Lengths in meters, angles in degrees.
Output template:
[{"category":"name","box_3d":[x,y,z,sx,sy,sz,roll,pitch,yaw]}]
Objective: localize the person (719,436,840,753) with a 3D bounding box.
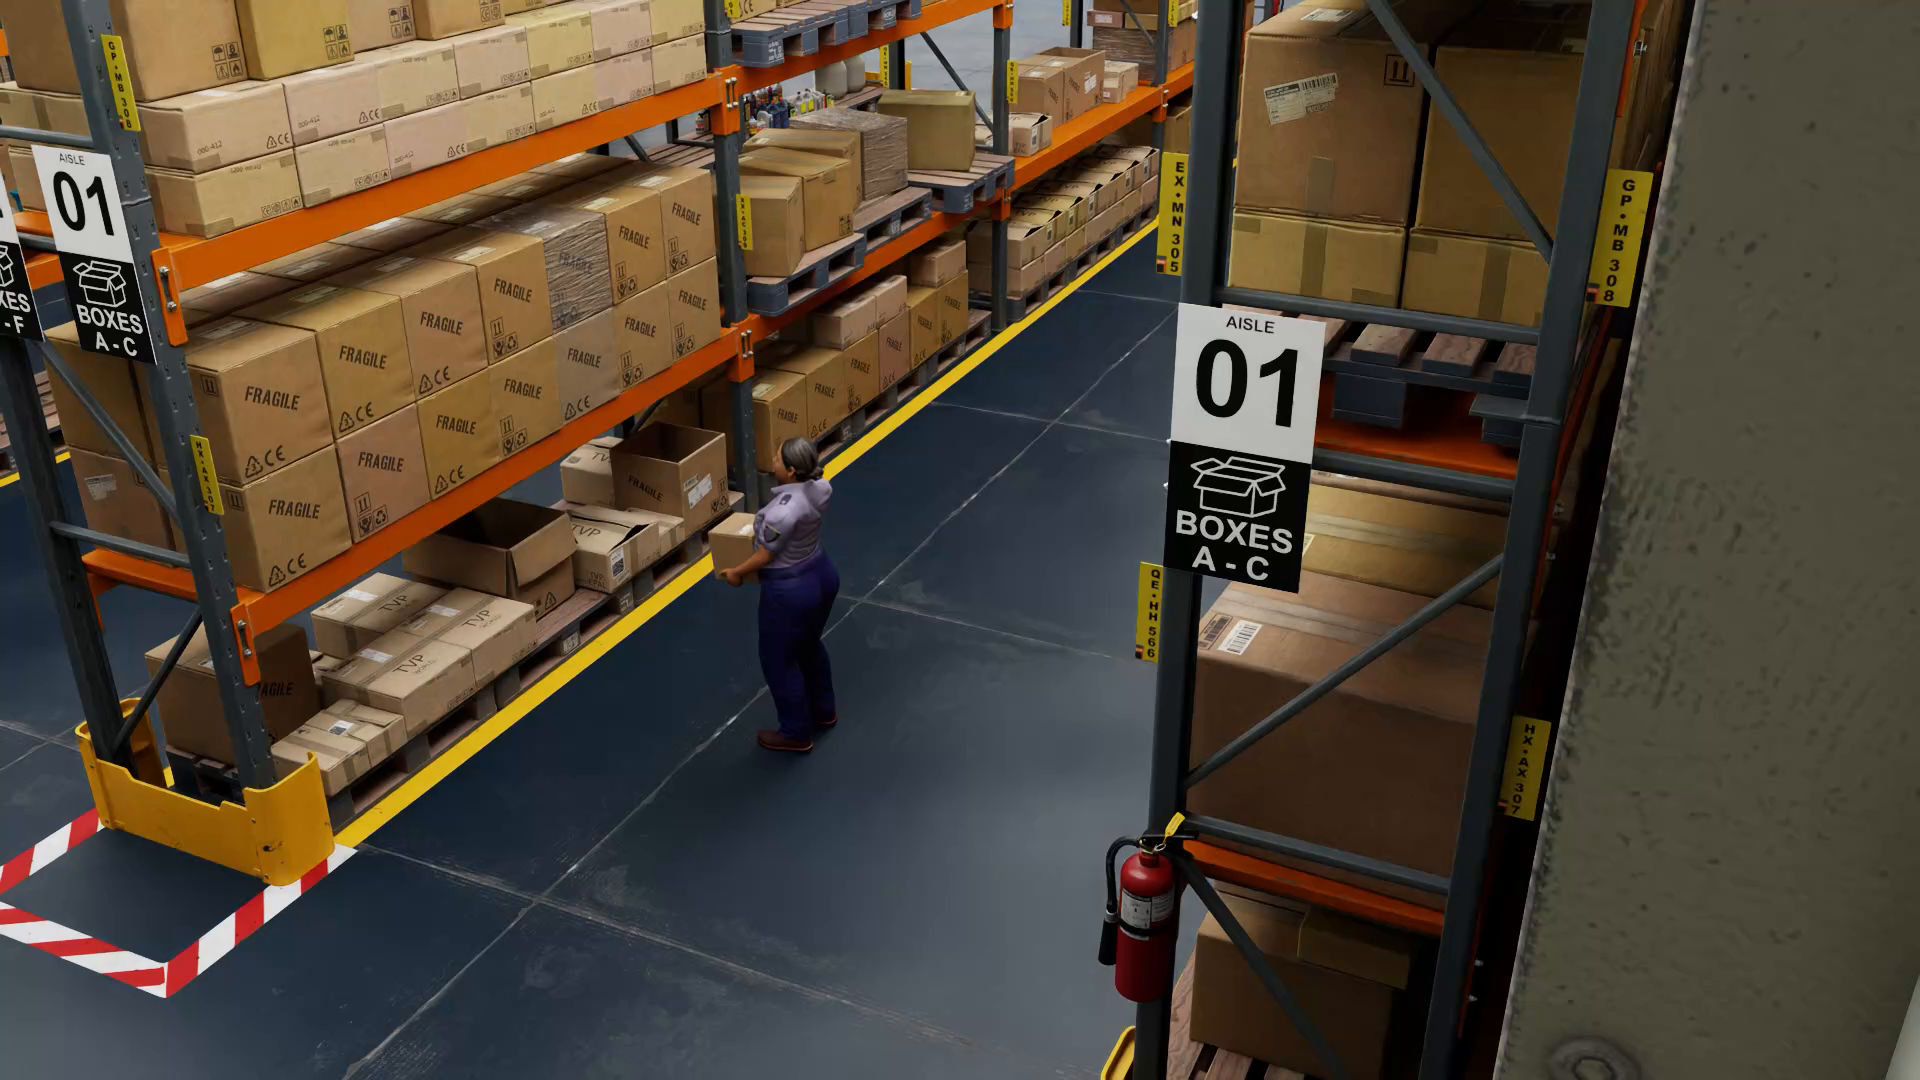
[{"category":"person","box_3d":[-0.869,0.232,8.040,0.525,1.636,0.452,12,29,23]}]
